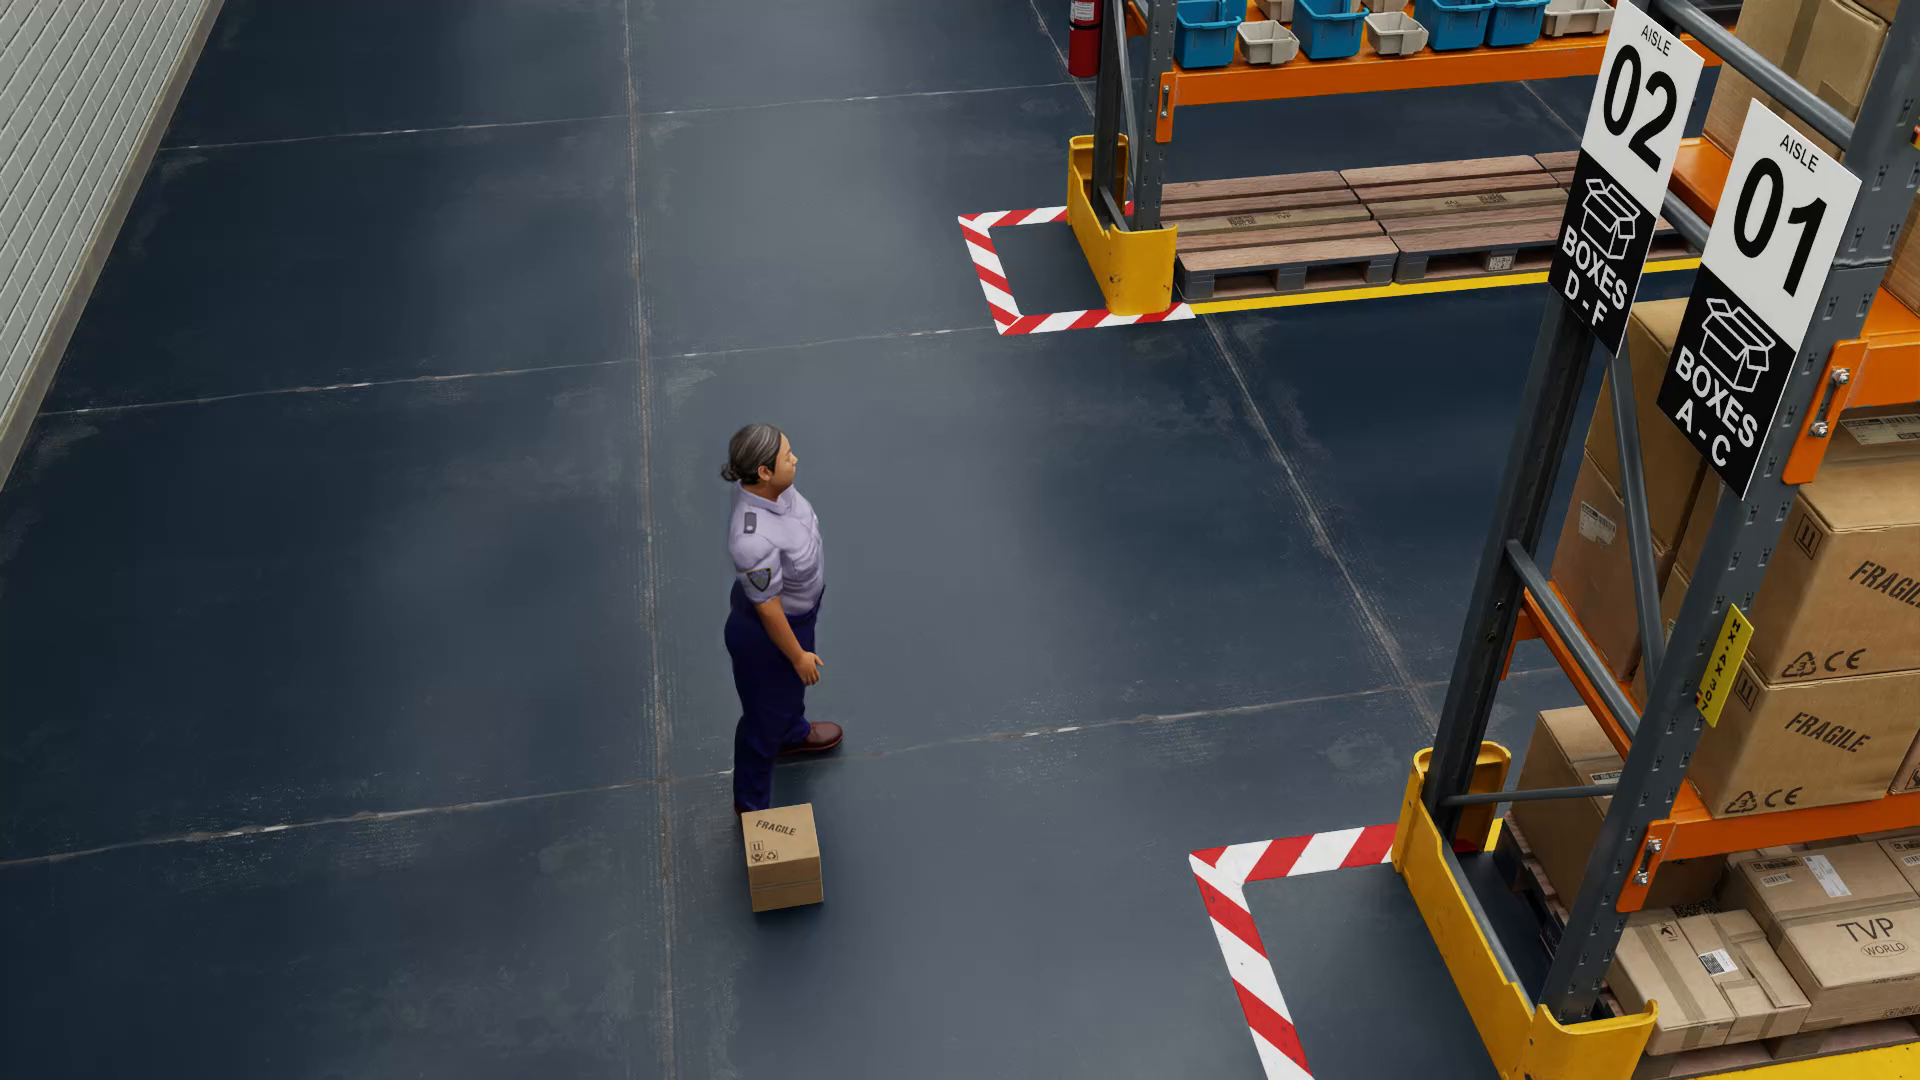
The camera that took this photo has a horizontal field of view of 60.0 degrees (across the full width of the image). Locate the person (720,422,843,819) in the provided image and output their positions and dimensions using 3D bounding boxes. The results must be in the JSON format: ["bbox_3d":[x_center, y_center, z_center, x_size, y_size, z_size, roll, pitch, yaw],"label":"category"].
[{"bbox_3d":[-0.648,0.295,5.769,0.380,1.654,0.635,1,39,1],"label":"person"}]
